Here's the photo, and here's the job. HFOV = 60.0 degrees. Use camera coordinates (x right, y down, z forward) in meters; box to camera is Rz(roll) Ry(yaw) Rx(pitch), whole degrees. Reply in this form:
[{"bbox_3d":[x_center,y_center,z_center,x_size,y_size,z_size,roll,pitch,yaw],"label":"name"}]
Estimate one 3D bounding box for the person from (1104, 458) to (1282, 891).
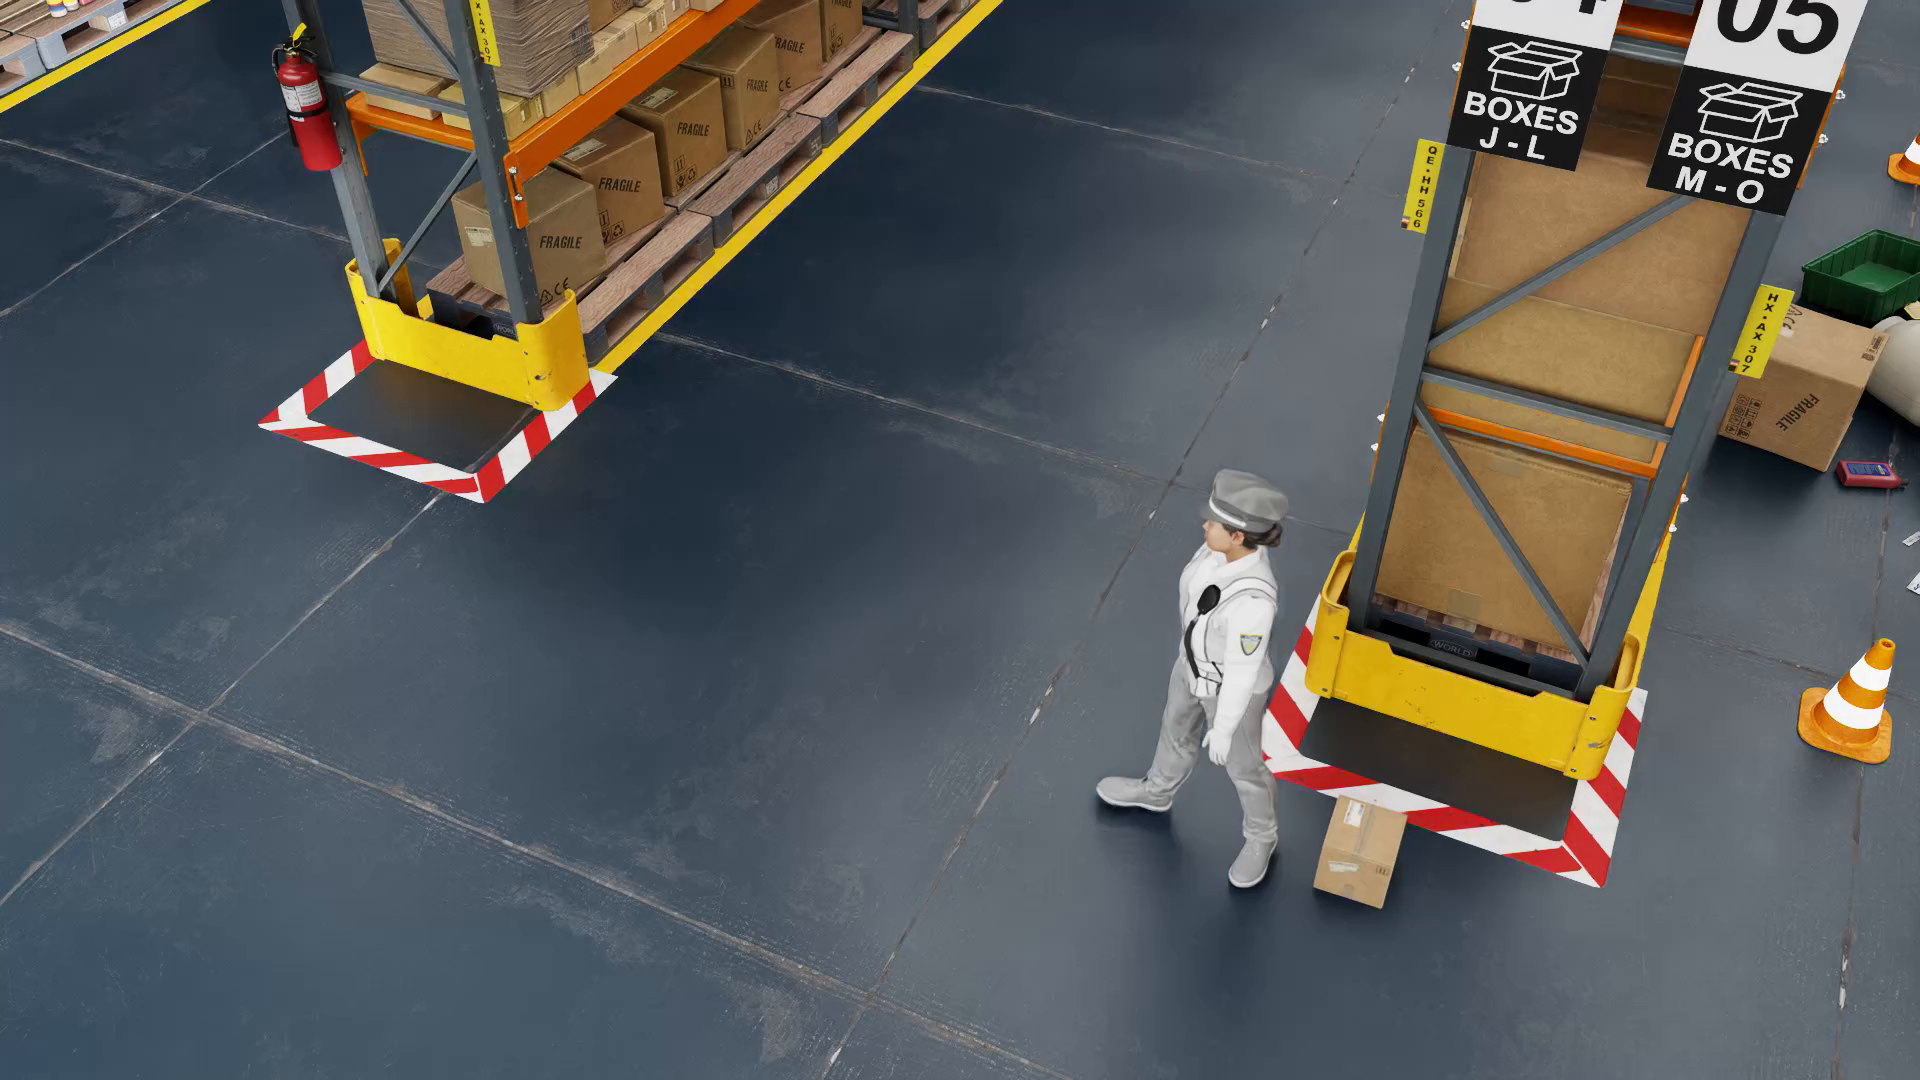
[{"bbox_3d":[0.842,0.440,5.652,0.601,1.667,0.641,1,42,2],"label":"person"}]
